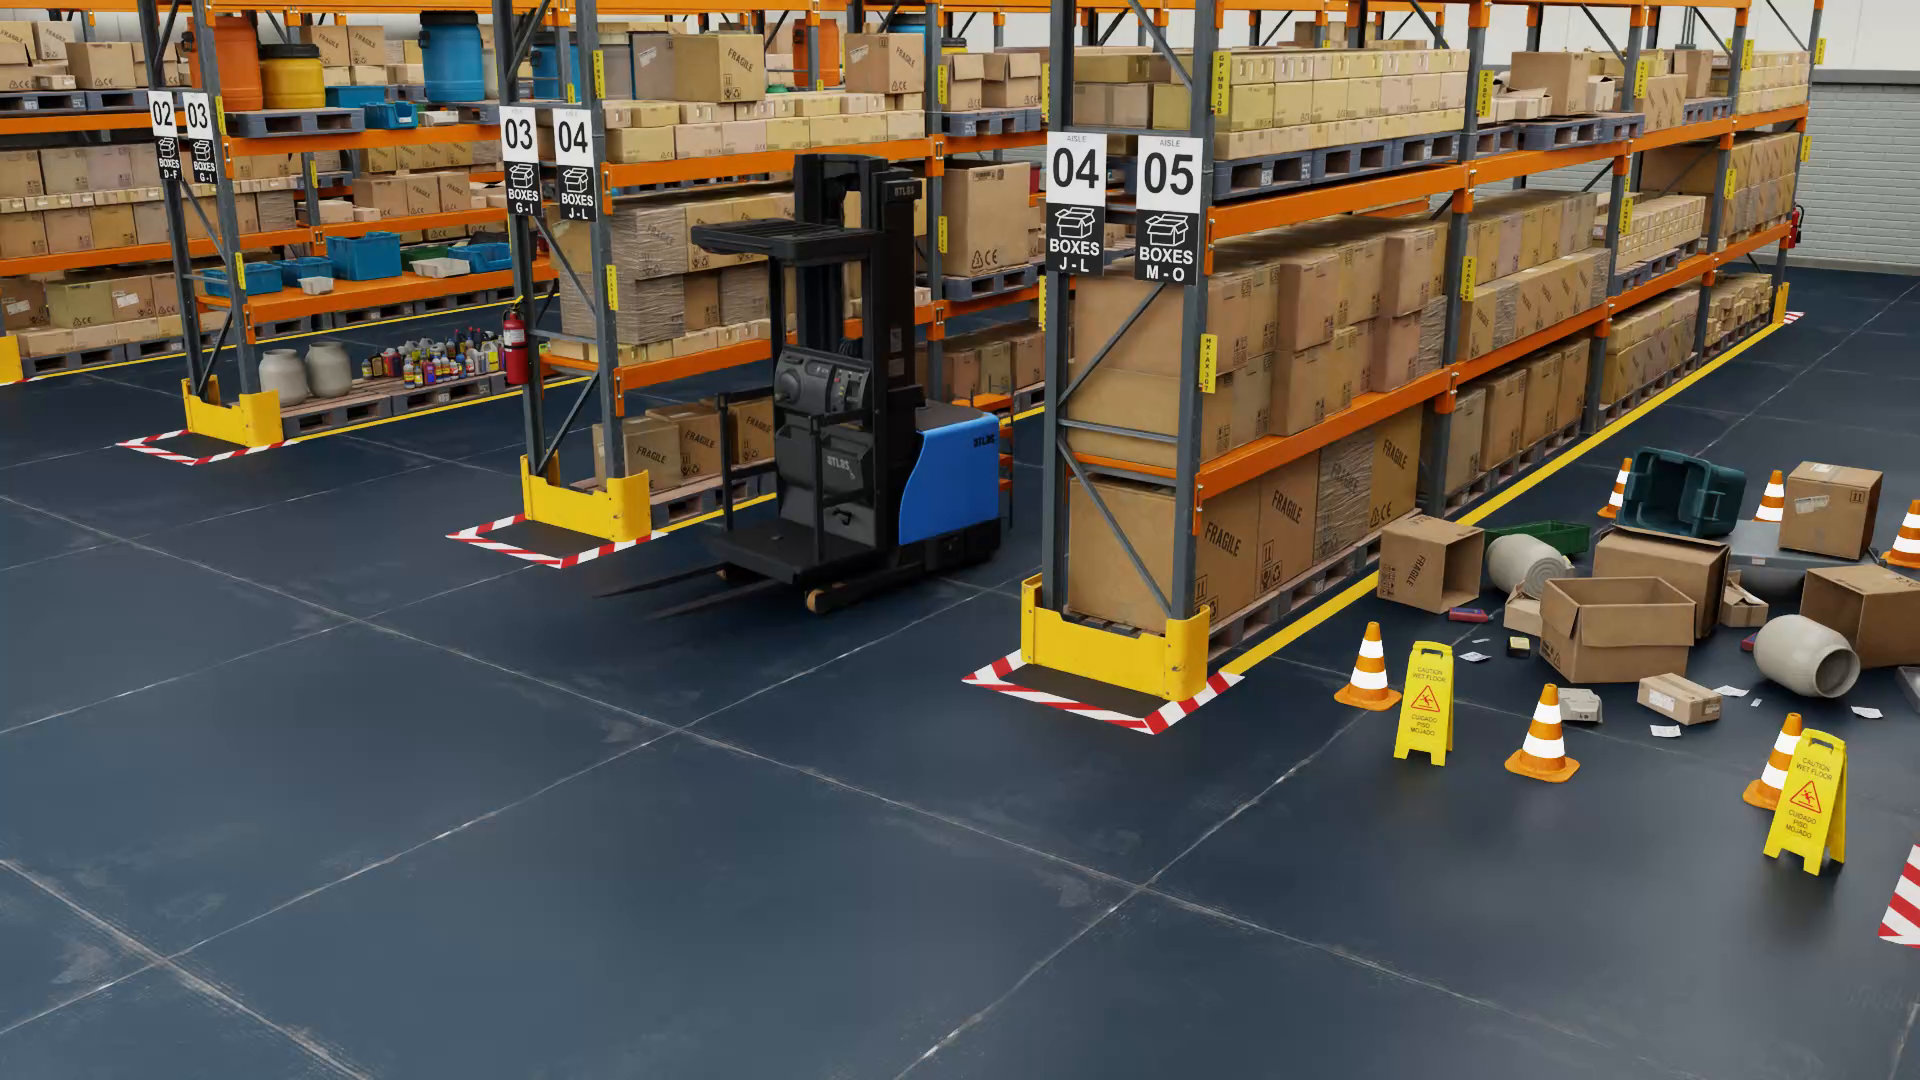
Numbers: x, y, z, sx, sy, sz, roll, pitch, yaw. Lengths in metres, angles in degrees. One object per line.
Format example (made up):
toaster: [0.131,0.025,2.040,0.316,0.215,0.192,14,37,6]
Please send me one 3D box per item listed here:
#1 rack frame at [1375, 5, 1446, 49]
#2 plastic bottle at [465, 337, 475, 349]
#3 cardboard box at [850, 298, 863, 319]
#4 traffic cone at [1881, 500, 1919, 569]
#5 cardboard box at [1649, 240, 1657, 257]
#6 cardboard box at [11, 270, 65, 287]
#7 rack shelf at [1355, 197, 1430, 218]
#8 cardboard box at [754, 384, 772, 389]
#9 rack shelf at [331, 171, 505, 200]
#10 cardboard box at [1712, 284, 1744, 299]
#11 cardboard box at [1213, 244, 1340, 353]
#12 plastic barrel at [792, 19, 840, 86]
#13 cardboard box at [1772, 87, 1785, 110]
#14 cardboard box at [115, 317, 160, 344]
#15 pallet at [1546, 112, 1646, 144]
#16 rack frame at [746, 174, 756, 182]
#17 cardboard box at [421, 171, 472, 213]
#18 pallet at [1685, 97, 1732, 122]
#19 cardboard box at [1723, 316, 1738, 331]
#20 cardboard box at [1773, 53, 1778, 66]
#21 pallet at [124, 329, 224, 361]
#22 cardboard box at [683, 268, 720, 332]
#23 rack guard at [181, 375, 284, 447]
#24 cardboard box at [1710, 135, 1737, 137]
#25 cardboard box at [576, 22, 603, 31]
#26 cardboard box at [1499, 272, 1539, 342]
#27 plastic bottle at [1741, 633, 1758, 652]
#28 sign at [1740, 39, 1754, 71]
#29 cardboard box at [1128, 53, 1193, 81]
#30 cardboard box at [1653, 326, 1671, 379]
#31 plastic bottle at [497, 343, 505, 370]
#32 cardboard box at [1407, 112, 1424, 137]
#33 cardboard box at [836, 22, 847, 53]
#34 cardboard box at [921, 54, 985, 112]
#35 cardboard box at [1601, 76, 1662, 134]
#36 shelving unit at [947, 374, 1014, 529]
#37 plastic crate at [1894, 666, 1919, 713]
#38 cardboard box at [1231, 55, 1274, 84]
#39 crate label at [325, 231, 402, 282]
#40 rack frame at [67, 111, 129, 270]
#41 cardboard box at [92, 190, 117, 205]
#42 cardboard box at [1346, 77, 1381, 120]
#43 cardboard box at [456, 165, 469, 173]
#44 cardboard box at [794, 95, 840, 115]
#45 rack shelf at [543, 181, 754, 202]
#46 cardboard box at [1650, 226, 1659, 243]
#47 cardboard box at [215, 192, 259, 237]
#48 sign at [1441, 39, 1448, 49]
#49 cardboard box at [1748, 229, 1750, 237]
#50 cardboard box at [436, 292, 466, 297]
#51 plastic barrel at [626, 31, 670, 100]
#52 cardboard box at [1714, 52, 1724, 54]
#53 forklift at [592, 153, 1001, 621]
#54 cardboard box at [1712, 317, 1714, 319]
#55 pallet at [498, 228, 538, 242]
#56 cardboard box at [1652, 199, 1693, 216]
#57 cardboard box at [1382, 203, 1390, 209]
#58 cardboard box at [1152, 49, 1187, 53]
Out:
rack frame: [6.549,-8.207,23.999,1.000,3.000,0.127,12,21,35]
plastic bottle: [-5.383,-2.092,18.280,0.097,0.271,0.097,0,17,0]
cardboard box: [-0.907,-2.075,14.791,0.380,0.149,0.250,12,21,35]
traffic cone: [6.972,-0.064,12.170,0.336,0.463,0.334,12,21,35]
cardboard box: [6.922,-3.004,17.074,0.380,0.149,0.250,13,21,35]
cardboard box: [-13.122,-3.872,23.627,0.500,0.500,0.500,11,20,31]
rack shelf: [5.357,-4.522,23.461,1.077,0.370,4.000,12,21,35]
cardboard box: [-1.514,-1.103,14.745,0.500,0.500,0.500,10,20,30]
rack shelf: [-8.960,-6.195,28.849,1.077,0.370,4.000,12,21,35]
cardboard box: [9.545,-3.093,20.740,0.380,0.149,0.250,12,21,33]
cardboard box: [1.887,-1.556,10.624,0.875,0.550,0.550,12,21,35]
plastic barrel: [-1.855,-6.285,21.434,0.600,0.830,0.708,12,21,35]
cardboard box: [9.508,-5.279,19.879,0.500,0.250,0.500,14,22,37]
cardboard box: [-9.847,-2.497,19.656,0.500,0.250,0.500,12,21,35]
pallet: [5.364,-3.716,14.912,1.213,0.211,1.003,14,22,37]
rack frame: [-3.788,-6.141,27.460,1.000,3.000,0.127,12,21,35]
cardboard box: [-7.158,-4.833,23.082,0.500,0.500,0.500,11,20,32]
pallet: [7.635,-4.703,18.091,1.213,0.211,1.003,12,21,35]
cardboard box: [9.304,-2.674,20.396,0.380,0.149,0.250,12,21,33]
cardboard box: [9.423,-5.675,19.639,0.380,0.149,0.250,12,21,33]
pallet: [-9.789,-2.430,20.212,1.003,0.211,1.213,12,21,35]
cardboard box: [-2.433,-1.988,13.416,0.875,0.500,0.500,12,21,35]
rack guard: [-6.955,-1.239,15.891,1.175,0.500,0.348,12,21,35]
cardboard box: [9.368,-4.808,20.811,0.500,0.500,0.500,12,21,33]
cardboard box: [-5.603,-7.370,24.507,0.500,0.500,0.500,12,21,35]
cardboard box: [4.452,-1.948,13.790,0.500,0.500,0.500,12,21,34]
plastic bottle: [5.082,0.646,10.559,0.283,0.061,0.133,-16,23,-41]
sign: [8.536,-5.259,18.028,0.100,0.325,0.005,12,21,35]
cardboard box: [1.169,-2.833,9.953,0.380,0.149,0.250,13,21,36]
cardboard box: [7.235,-2.031,17.734,0.500,0.500,0.500,12,21,34]
plastic bottle: [-4.909,-1.976,17.887,0.061,0.283,0.133,14,22,38]
cardboard box: [2.906,-2.818,11.250,0.380,0.149,0.250,13,21,35]
cardboard box: [-2.276,-8.684,28.737,0.700,0.500,0.500,12,21,35]
cardboard box: [-0.242,-4.261,15.467,0.797,0.503,0.637,11,20,32]
cardboard box: [6.259,-4.105,15.680,0.500,0.500,0.500,12,21,35]
shelving unit: [0.159,-0.625,12.733,0.258,1.200,0.503,14,22,38]
plastic crate: [5.763,0.891,9.741,0.402,0.080,0.583,5,18,16]
cardboard box: [1.543,-2.655,9.381,0.380,0.149,0.250,13,21,35]
crate label: [-6.083,-2.910,16.996,0.502,0.435,0.616,12,21,35]
rack frame: [-12.535,-5.110,24.141,1.000,3.000,0.127,12,21,35]
cardboard box: [-9.918,-3.942,19.117,0.380,0.149,0.250,12,21,33]
cardboard box: [2.333,-2.812,10.559,0.500,0.250,0.500,12,21,34]
cardboard box: [-8.703,-6.418,28.744,0.380,0.149,0.250,13,22,36]
cardboard box: [-1.232,-3.666,14.012,0.380,0.149,0.250,13,22,37]
rack shelf: [-4.980,-5.321,26.033,1.077,0.370,4.000,12,21,35]
cardboard box: [6.921,-3.145,17.029,0.380,0.149,0.250,12,21,34]
cardboard box: [-9.123,-4.050,20.558,0.700,0.500,0.500,12,21,34]
sign: [6.976,-7.060,24.005,0.100,0.325,0.005,12,21,35]
cardboard box: [9.388,-3.773,20.259,0.380,0.149,0.250,13,22,37]
cardboard box: [-7.200,-3.541,23.018,0.500,0.250,0.500,13,21,36]
plastic barrel: [-3.671,-5.502,19.501,0.600,0.901,0.708,12,21,35]
cardboard box: [8.940,-5.778,19.973,0.380,0.149,0.250,12,21,34]
forklift: [-1.096,-1.076,11.265,3.031,2.935,1.130,-16,24,-42]
cardboard box: [8.640,-2.576,19.578,0.380,0.149,0.250,13,21,35]
pallet: [-8.168,-5.486,30.055,1.003,0.211,1.213,12,21,35]
cardboard box: [7.691,-3.598,17.985,0.380,0.149,0.250,12,21,33]
cardboard box: [5.840,-4.774,23.482,0.380,0.149,0.250,13,21,35]
cardboard box: [2.088,-5.277,18.739,0.797,0.503,0.637,14,22,38]
